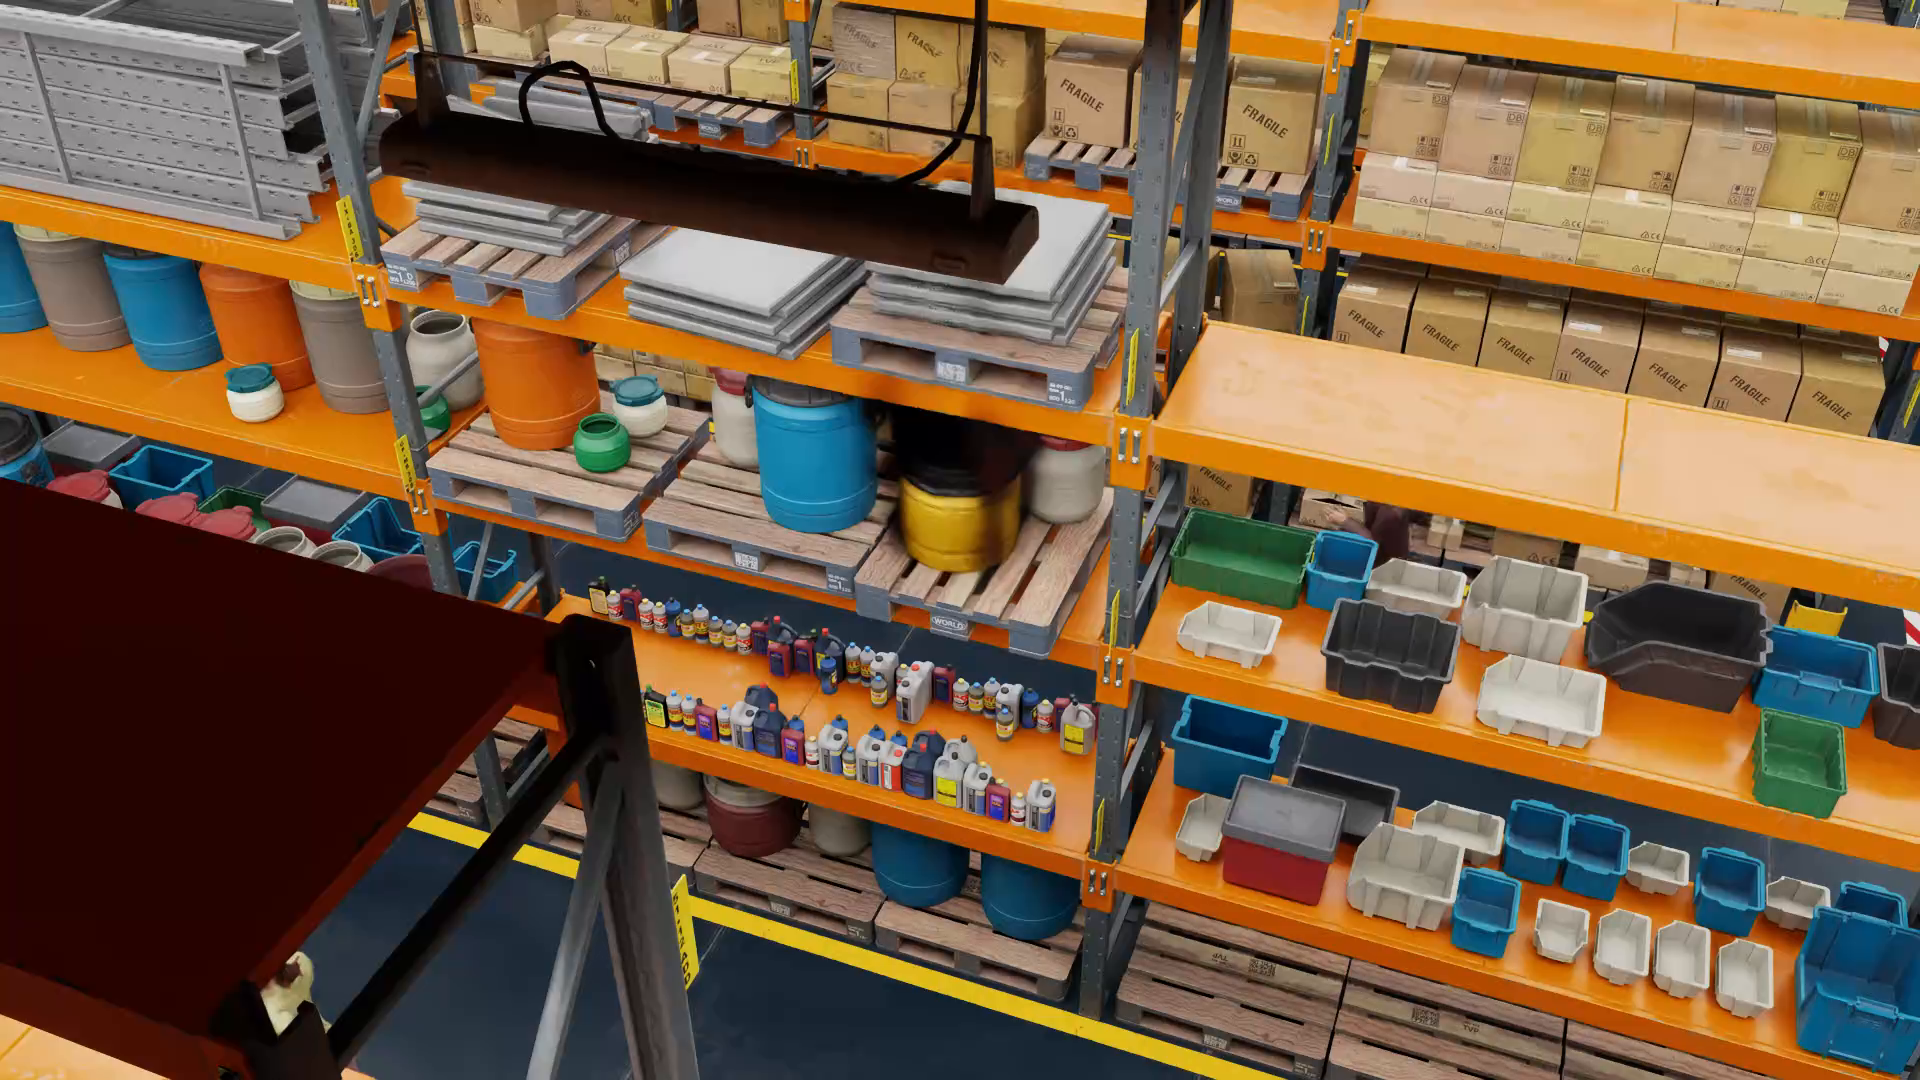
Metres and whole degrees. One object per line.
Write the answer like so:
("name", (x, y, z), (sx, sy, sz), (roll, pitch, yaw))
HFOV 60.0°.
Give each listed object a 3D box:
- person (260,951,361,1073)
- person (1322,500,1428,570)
("person", (-3.166, 2.511, 8.070), (0.835, 1.714, 0.553), (8, 37, 10))
("person", (2.852, 0.152, 11.266), (0.889, 1.903, 0.665), (8, 37, 11))
